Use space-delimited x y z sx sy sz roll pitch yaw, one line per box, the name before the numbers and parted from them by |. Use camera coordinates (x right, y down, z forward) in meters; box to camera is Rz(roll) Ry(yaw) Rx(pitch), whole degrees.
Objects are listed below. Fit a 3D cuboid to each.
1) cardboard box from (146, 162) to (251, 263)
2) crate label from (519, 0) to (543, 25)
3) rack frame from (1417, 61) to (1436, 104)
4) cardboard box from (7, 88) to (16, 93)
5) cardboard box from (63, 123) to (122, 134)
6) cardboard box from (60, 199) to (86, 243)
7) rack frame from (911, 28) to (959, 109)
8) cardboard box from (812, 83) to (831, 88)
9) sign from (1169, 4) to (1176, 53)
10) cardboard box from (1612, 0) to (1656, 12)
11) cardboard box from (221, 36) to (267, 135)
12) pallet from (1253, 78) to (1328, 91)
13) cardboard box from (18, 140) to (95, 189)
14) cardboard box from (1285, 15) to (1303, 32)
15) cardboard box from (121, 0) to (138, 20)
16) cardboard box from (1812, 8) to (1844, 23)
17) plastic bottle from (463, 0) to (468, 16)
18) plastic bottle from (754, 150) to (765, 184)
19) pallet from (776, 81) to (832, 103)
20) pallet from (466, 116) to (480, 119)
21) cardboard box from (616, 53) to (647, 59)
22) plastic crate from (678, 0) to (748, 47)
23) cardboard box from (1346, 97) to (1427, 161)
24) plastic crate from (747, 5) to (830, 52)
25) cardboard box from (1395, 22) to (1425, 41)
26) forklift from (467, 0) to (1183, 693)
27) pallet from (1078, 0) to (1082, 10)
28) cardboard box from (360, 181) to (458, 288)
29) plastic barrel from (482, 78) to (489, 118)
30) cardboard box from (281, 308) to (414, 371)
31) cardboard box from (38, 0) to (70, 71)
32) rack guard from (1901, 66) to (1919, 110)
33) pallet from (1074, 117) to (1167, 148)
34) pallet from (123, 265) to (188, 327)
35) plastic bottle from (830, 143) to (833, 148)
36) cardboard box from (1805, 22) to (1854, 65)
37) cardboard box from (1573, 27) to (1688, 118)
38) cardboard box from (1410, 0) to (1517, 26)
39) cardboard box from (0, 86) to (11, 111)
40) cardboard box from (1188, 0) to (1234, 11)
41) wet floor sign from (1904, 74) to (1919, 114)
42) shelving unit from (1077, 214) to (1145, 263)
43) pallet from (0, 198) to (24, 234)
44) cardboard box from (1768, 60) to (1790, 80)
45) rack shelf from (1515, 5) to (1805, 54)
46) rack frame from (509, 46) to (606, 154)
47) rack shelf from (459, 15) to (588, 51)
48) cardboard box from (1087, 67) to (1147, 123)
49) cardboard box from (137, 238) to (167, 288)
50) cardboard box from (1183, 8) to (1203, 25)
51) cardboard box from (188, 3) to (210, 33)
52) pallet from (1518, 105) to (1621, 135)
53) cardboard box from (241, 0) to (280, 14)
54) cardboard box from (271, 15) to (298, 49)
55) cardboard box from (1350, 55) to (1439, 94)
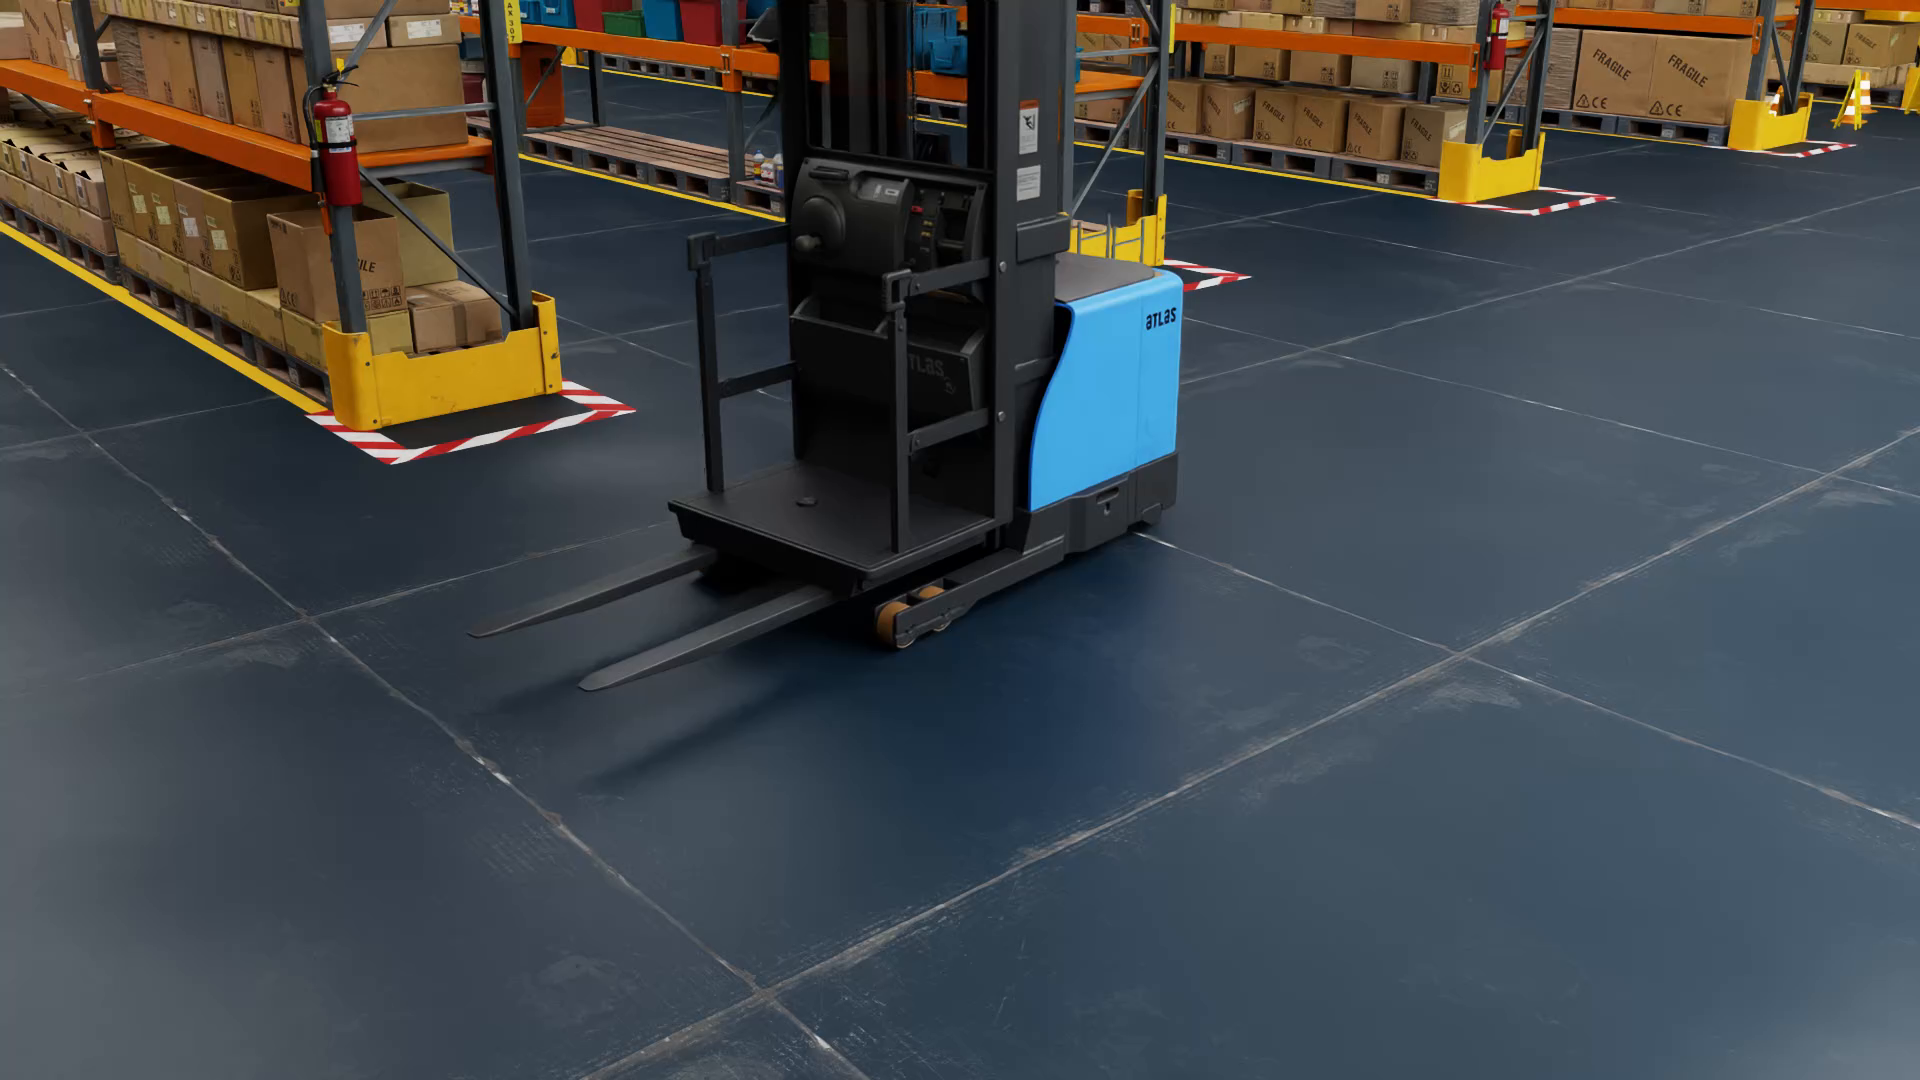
cardboard box | -4.607 -2.019 10.192 0.500 0.500 0.500 -17 27 -37
crate label | -4.190 -5.233 16.462 0.303 0.233 0.416 -17 27 -37
rack frame | 6.006 -6.744 20.089 1.000 3.000 0.127 -17 27 -37
cardboard box | -9.365 -4.140 16.264 0.500 0.500 0.500 -17 27 -37
cardboard box | -7.063 -3.287 13.689 0.500 0.311 0.500 -18 28 -38
cardboard box | -6.144 -2.335 12.026 0.500 0.250 0.500 -18 28 -38
rack frame | -0.429 -6.696 19.967 1.000 3.000 0.127 -17 27 -37
cardboard box | -1.440 -6.346 21.411 1.225 0.875 0.875 -17 27 -37
sign | 1.460 -3.565 11.594 0.100 0.325 0.005 -17 27 -37
cardboard box | 7.694 -6.132 18.320 0.875 0.550 0.550 -17 27 -37
cardboard box | -3.675 -2.590 9.346 0.700 0.500 0.500 -17 27 -37
pallet | 4.644 -5.978 21.957 1.003 0.211 1.213 -17 27 -37
cardboard box | -6.800 -2.874 12.634 0.500 0.311 0.500 -18 28 -38
cardboard box | 3.281 -4.873 15.658 0.380 0.149 0.250 -17 27 -37
cardboard box | -4.963 -3.322 10.325 0.380 0.149 0.250 -18 28 -39
cardboard box | 11.128 -6.726 21.321 0.380 0.149 0.250 -17 27 -37
plastic bottle | -5.171 -5.615 17.480 0.097 0.201 0.097 0 21 0
plastic bottle | -1.694 -3.154 14.061 0.097 0.271 0.097 0 21 0
pallet | -1.679 -5.970 21.938 1.003 0.211 1.213 -17 27 -37
pallet | -5.520 -4.763 18.856 1.003 0.211 1.213 -17 27 -37
cardboard box | -4.579 -7.703 24.876 0.875 0.875 0.875 -17 27 -37
plastic crate | -2.118 -4.503 14.279 0.402 0.464 0.583 -17 27 -37
cardboard box | 3.982 -3.851 15.555 0.500 0.500 0.500 -10 23 -24
plastic crate | -1.325 -4.208 13.700 0.767 0.338 0.504 -17 27 -37
cardboard box | 4.086 -4.524 14.767 0.380 0.149 0.250 -17 27 -37
forklift | -0.410 -1.182 5.983 1.130 2.935 3.031 18 27 38
pallet | 0.894 -6.070 18.631 1.003 0.211 1.213 -17 27 -37
cardboard box | -3.223 -1.732 9.459 0.500 0.500 0.500 -17 27 -37
plastic barrel | -4.950 -4.820 18.013 0.421 0.512 0.421 0 21 0
cardboard box | -3.288 -1.122 8.929 0.500 0.250 0.500 -17 27 -37
cardboard box | -6.485 -3.780 12.385 0.500 0.500 0.500 -17 27 -37
rack guard | 12.251 -5.702 20.857 1.175 0.500 0.348 -17 27 -37
pallet | 1.673 -4.507 18.202 1.003 0.211 1.213 -17 27 -37
pallet | -4.838 -1.706 11.049 1.003 0.211 1.213 -17 27 -37
plastic bottle | -1.041 -3.240 14.171 0.144 0.351 0.185 -17 27 -37
cardboard box | 11.237 -6.412 21.408 0.500 0.500 0.500 -16 27 -36
cardboard box | 7.548 -5.259 18.636 0.875 0.875 0.875 -18 28 -38
cardboard box | 4.455 -4.829 14.656 0.875 0.500 0.500 -17 27 -37
cardboard box | -8.764 -3.946 14.742 0.500 0.250 0.500 -16 27 -35
cardboard box | 2.729 -5.490 16.344 0.875 0.500 0.500 -17 27 -37
wet floor sign | 11.614 -5.441 19.992 0.267 0.644 0.232 -8 23 -19
shelving unit | 0.662 -0.838 7.478 0.189 1.200 0.258 17 27 37
pallet | -7.428 -2.804 13.853 1.003 0.211 1.213 -17 27 -37
cardboard box | 10.891 -6.208 21.915 0.500 0.250 0.500 -19 28 -39
rack shelf | 7.311 -5.856 18.809 1.077 0.370 4.000 -17 27 -37
rack frame | -4.181 -5.517 16.957 1.000 3.000 0.127 -17 27 -37
rack shelf | -5.487 -5.735 18.499 1.077 0.370 4.000 -17 27 -37
cardboard box | 1.798 -4.807 17.967 0.500 0.500 0.700 20 29 41
cardboard box | -4.930 -1.809 10.685 0.500 0.250 0.500 -17 27 -37
cardboard box | 2.432 -5.208 16.513 0.380 0.149 0.250 -17 27 -37
cardboard box | -4.122 -2.965 9.416 0.380 0.149 0.250 -18 28 -38
pallet | 7.243 -4.879 19.152 1.003 0.211 1.213 -17 27 -37
cardboard box | -3.391 -3.070 8.793 0.700 0.500 0.500 -18 28 -39
cardboard box | -3.280 -2.609 8.506 0.380 0.149 0.250 -17 27 -36
cardboard box | 5.532 -6.042 20.806 1.050 0.750 0.750 -18 27 -38
